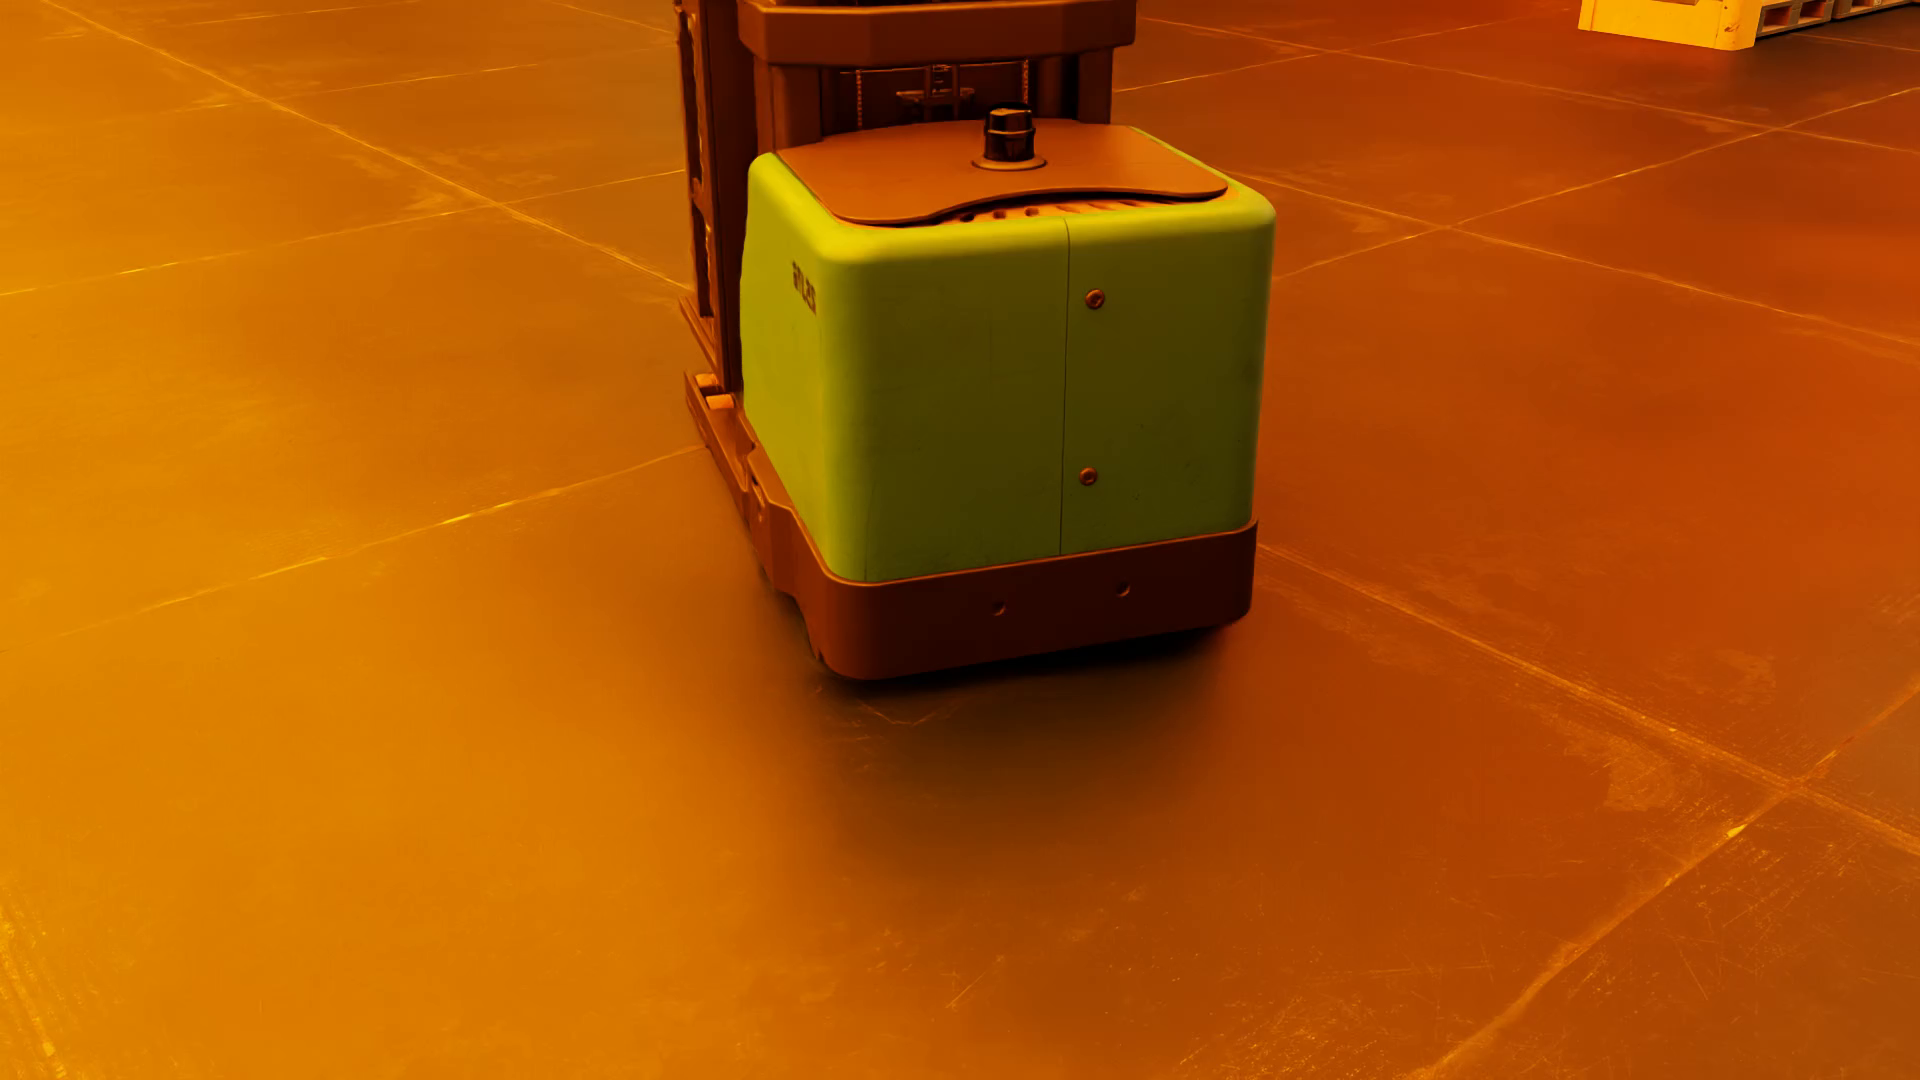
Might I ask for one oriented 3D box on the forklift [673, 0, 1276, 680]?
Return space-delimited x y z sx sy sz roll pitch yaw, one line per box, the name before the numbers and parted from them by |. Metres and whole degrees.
forklift | -0.230 -1.635 4.499 1.130 2.935 3.031 -8 27 -16
